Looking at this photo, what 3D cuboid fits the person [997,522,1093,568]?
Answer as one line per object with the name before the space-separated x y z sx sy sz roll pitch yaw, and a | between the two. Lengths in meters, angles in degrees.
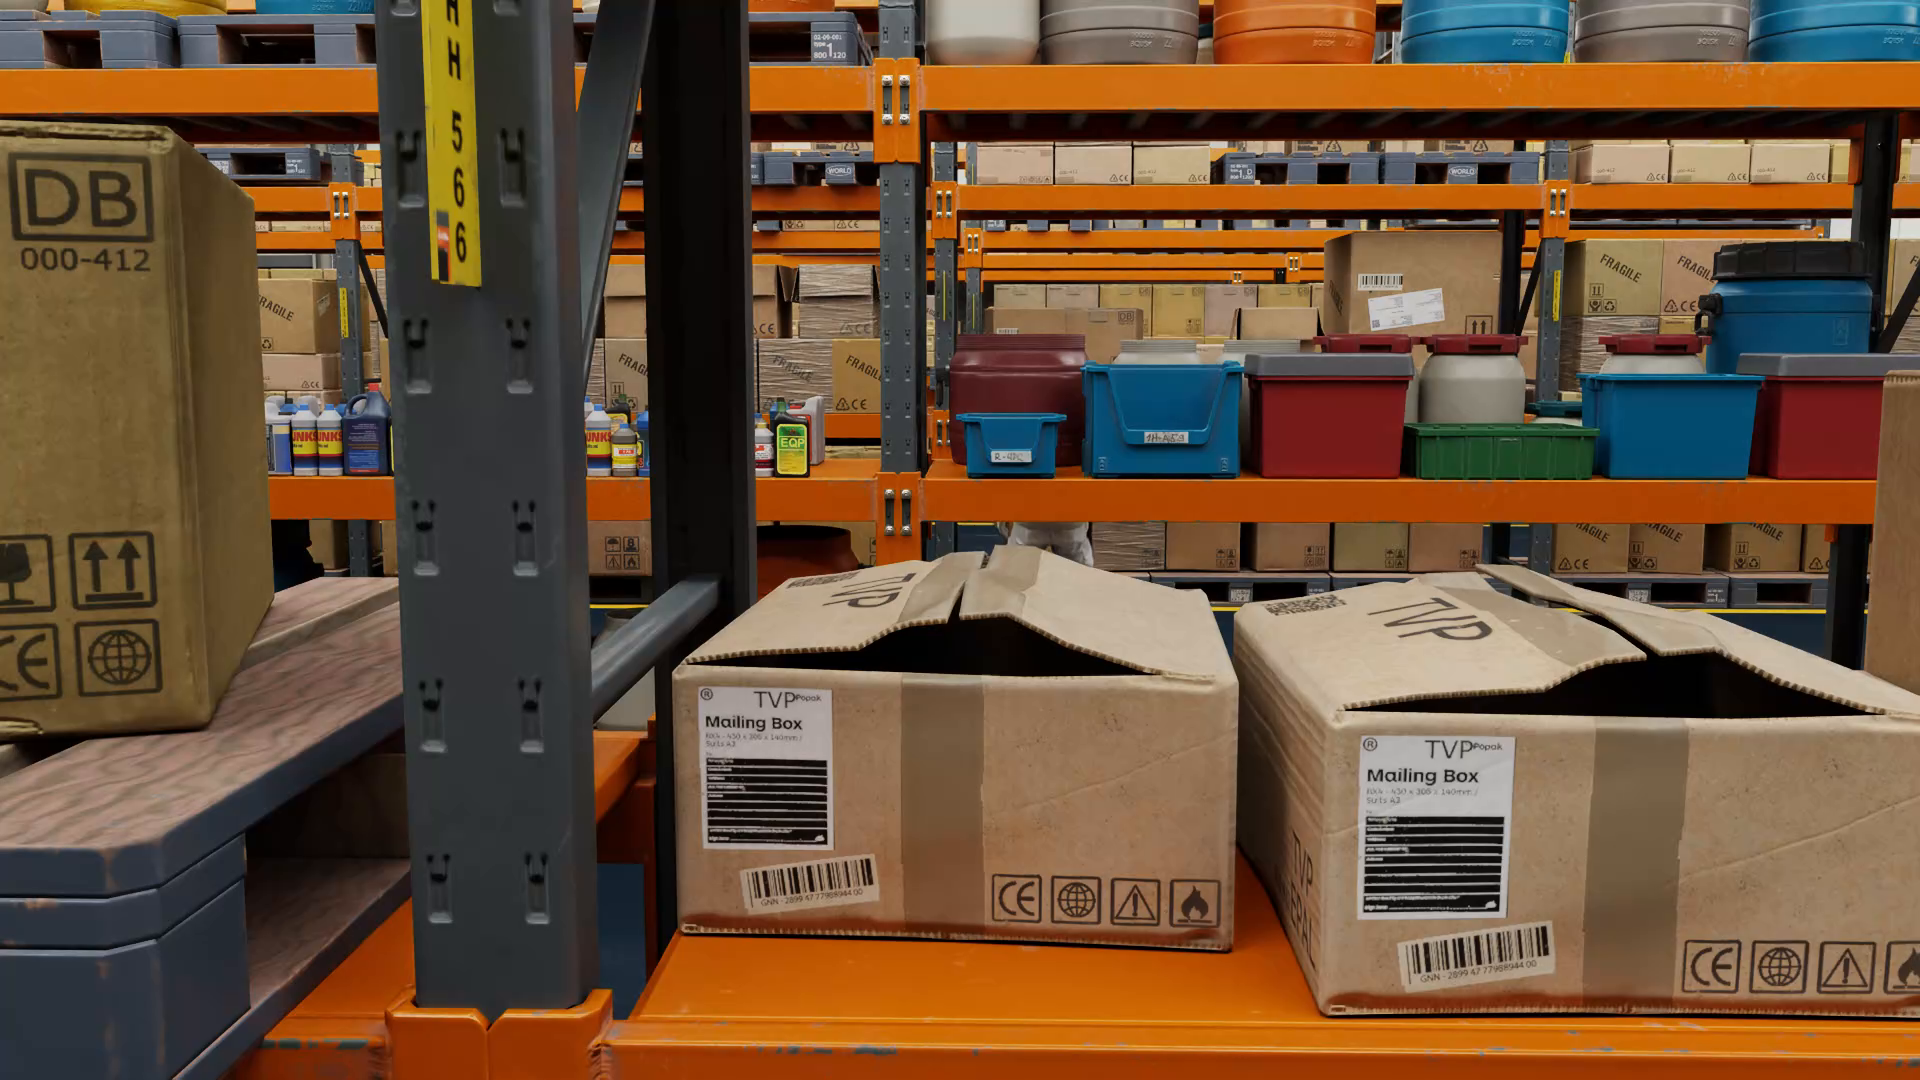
person | 0.446 -0.104 8.816 0.551 1.712 0.496 0 7 3
